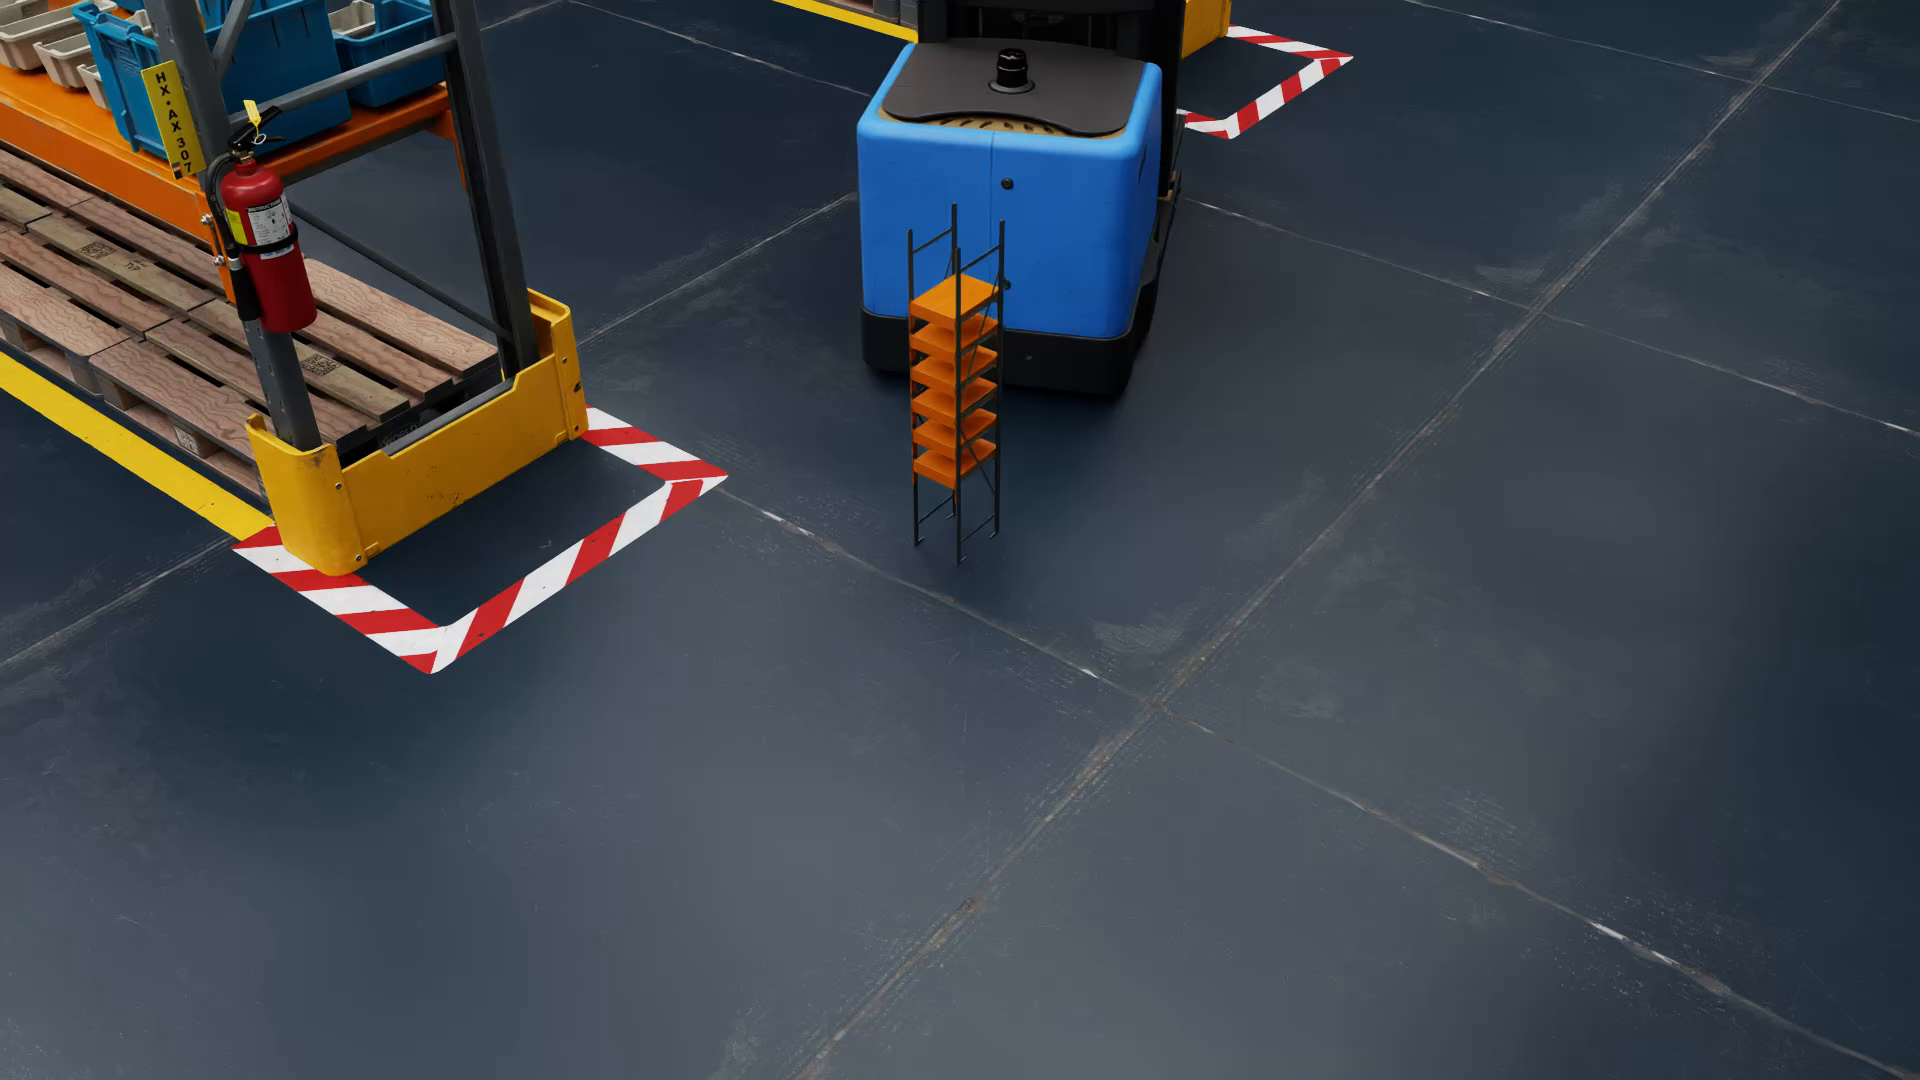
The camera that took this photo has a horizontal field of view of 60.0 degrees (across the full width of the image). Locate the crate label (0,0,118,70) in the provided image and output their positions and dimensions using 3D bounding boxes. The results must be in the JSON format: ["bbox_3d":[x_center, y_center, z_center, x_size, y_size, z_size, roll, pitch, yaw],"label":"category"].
[{"bbox_3d":[-3.112,-1.739,5.703,0.243,0.136,0.396,25,45,29],"label":"crate label"}]

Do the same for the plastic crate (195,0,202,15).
[{"bbox_3d":[-2.636,-1.983,6.014,0.298,0.136,0.250,25,45,29],"label":"plastic crate"}]

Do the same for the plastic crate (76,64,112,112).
[{"bbox_3d":[-2.654,-1.531,5.437,0.243,0.136,0.396,25,45,29],"label":"plastic crate"}]

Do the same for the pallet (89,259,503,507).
[{"bbox_3d":[-2.528,-0.624,6.376,1.213,0.211,1.003,25,45,29],"label":"pallet"}]

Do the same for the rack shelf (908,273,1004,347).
[{"bbox_3d":[-0.012,-0.726,5.192,0.180,0.103,0.258,25,45,29],"label":"rack shelf"}]

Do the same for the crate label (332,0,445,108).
[{"bbox_3d":[-1.892,-1.606,5.455,0.303,0.233,0.416,25,45,29],"label":"crate label"}]

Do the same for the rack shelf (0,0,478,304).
[{"bbox_3d":[-3.485,-1.860,6.276,4.000,0.370,1.077,25,45,29],"label":"rack shelf"}]

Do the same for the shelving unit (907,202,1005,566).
[{"bbox_3d":[-0.012,-0.478,5.387,0.189,1.200,0.258,25,45,29],"label":"shelving unit"}]

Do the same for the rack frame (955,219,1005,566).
[{"bbox_3d":[0.061,-0.444,5.343,0.006,1.200,0.240,25,45,29],"label":"rack frame"}]

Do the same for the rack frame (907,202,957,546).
[{"bbox_3d":[-0.084,-0.512,5.431,0.006,1.200,0.240,25,45,29],"label":"rack frame"}]

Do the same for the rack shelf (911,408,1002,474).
[{"bbox_3d":[-0.012,-0.348,5.488,0.180,0.103,0.258,25,45,29],"label":"rack shelf"}]

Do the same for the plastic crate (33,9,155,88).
[{"bbox_3d":[-2.876,-1.647,5.585,0.243,0.136,0.396,25,45,29],"label":"plastic crate"}]

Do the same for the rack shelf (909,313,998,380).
[{"bbox_3d":[-0.012,-0.632,5.266,0.180,0.103,0.258,25,45,29],"label":"rack shelf"}]

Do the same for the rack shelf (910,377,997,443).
[{"bbox_3d":[-0.012,-0.443,5.414,0.180,0.103,0.258,25,45,29],"label":"rack shelf"}]

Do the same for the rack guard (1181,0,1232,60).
[{"bbox_3d":[1.056,-2.863,9.001,0.348,0.500,1.175,25,45,29],"label":"rack guard"}]

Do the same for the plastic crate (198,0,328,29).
[{"bbox_3d":[-2.415,-1.852,5.770,0.300,0.233,0.416,25,45,29],"label":"plastic crate"}]

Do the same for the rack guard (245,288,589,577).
[{"bbox_3d":[-1.869,-0.407,5.865,0.348,0.500,1.175,25,45,29],"label":"rack guard"}]

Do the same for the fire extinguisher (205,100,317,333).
[{"bbox_3d":[-2.053,-0.938,4.880,0.183,0.674,0.296,25,45,29],"label":"fire extinguisher"}]

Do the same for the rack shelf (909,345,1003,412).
[{"bbox_3d":[-0.012,-0.537,5.340,0.180,0.103,0.258,25,45,29],"label":"rack shelf"}]

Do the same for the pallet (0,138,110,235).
[{"bbox_3d":[-4.466,-1.538,7.543,1.213,0.211,1.003,25,45,29],"label":"pallet"}]

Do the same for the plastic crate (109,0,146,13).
[{"bbox_3d":[-2.938,-2.099,6.085,0.300,0.233,0.416,25,45,29],"label":"plastic crate"}]

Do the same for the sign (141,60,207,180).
[{"bbox_3d":[-2.218,-1.183,4.696,0.005,0.325,0.100,25,45,29],"label":"sign"}]

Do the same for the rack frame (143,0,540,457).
[{"bbox_3d":[-1.896,-1.394,5.098,0.127,3.000,1.000,25,45,29],"label":"rack frame"}]

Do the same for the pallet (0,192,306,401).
[{"bbox_3d":[-3.493,-1.081,6.960,1.213,0.211,1.003,25,45,29],"label":"pallet"}]

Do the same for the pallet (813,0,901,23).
[{"bbox_3d":[-0.543,-3.504,10.055,1.213,0.211,1.003,25,45,29],"label":"pallet"}]

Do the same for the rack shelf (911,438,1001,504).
[{"bbox_3d":[-0.012,-0.254,5.562,0.180,0.103,0.258,25,45,29],"label":"rack shelf"}]

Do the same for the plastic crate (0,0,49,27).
[{"bbox_3d":[-3.358,-1.841,5.833,0.250,0.136,0.298,25,45,29],"label":"plastic crate"}]

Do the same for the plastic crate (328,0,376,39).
[{"bbox_3d":[-2.097,-1.728,5.690,0.298,0.136,0.250,25,45,29],"label":"plastic crate"}]

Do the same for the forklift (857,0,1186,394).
[{"bbox_3d":[0.417,-2.620,6.719,1.130,2.935,3.031,7,39,9],"label":"forklift"}]

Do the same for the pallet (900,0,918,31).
[{"bbox_3d":[0.422,-3.047,9.471,1.213,0.211,1.003,25,45,29],"label":"pallet"}]

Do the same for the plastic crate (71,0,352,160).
[{"bbox_3d":[-2.276,-1.466,5.112,0.499,0.435,0.616,25,45,29],"label":"plastic crate"}]
